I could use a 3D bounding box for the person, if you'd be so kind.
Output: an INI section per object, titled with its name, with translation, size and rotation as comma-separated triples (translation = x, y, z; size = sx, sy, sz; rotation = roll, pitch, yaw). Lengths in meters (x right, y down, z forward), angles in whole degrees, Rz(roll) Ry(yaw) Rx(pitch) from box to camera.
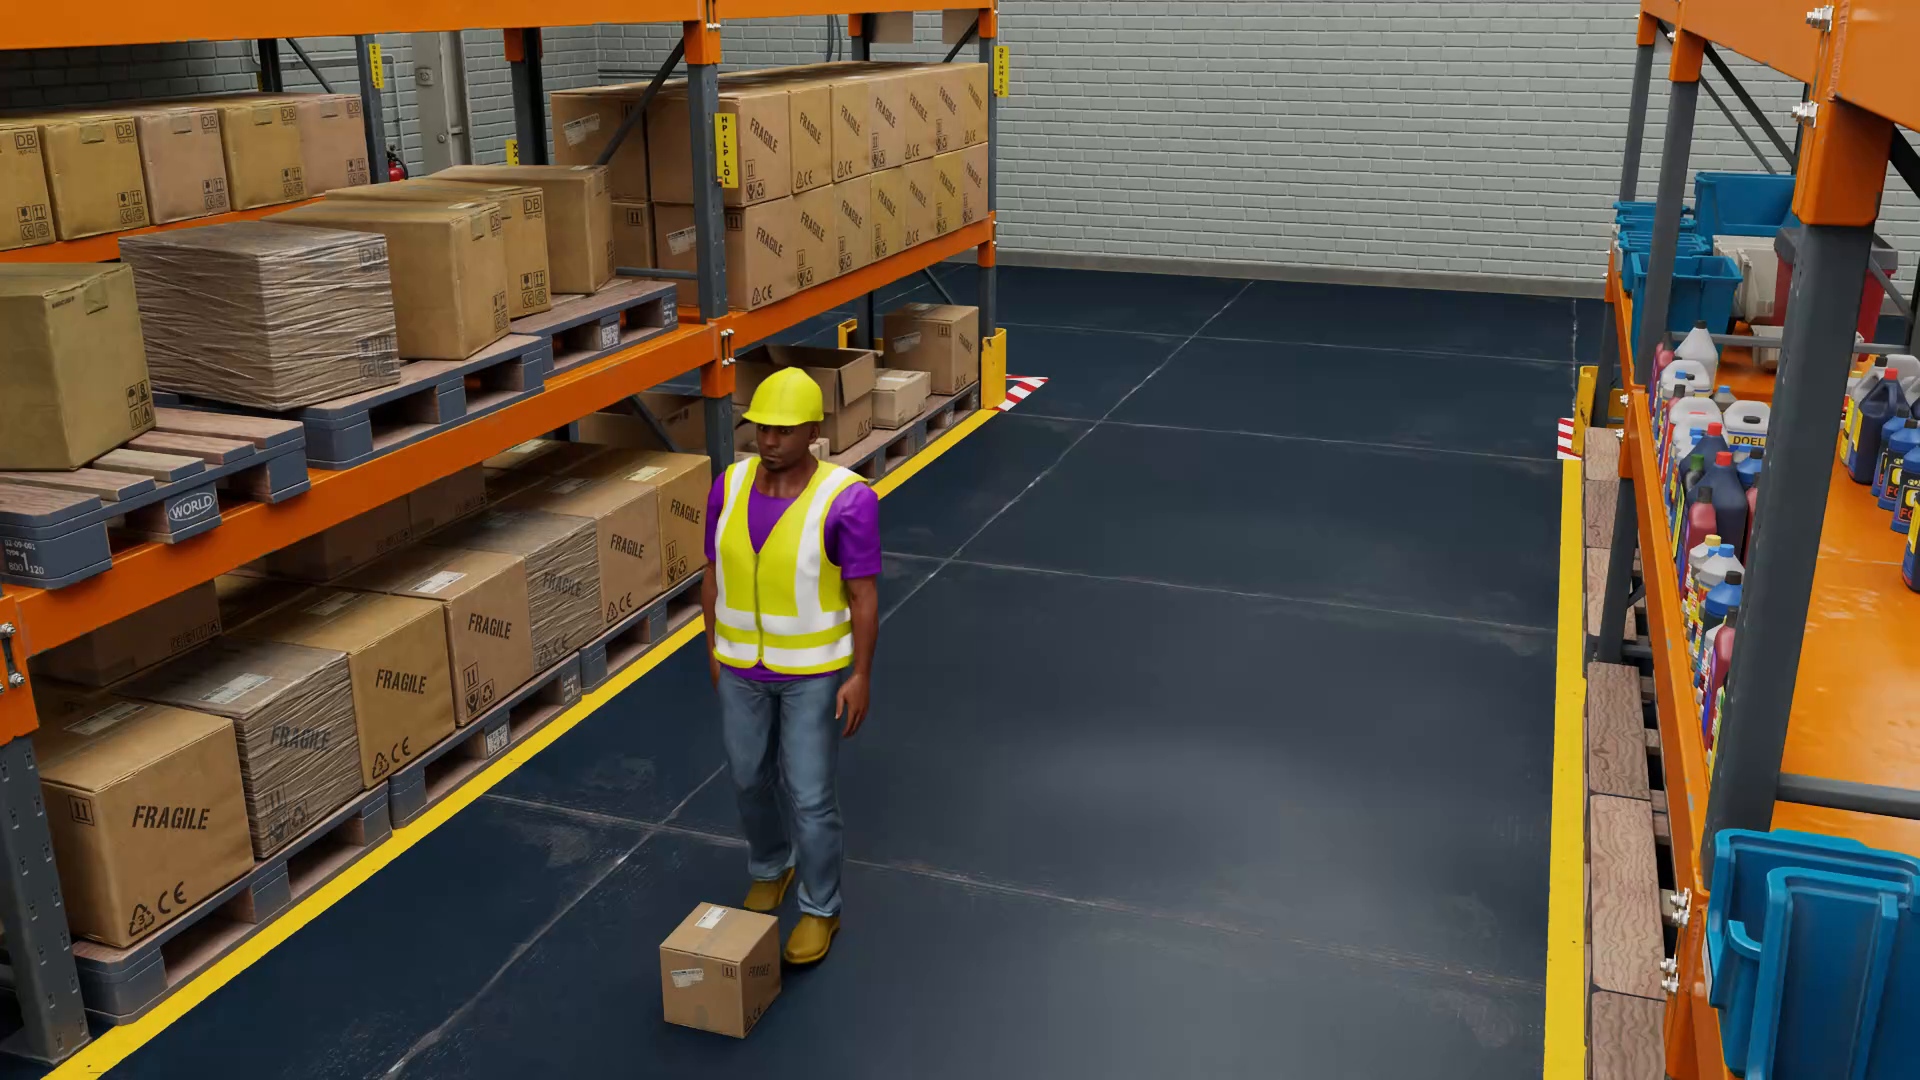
[person]
translation = -0.516, 0.425, 4.944
size = 0.570, 1.810, 0.490
rotation = 7, 20, 19
